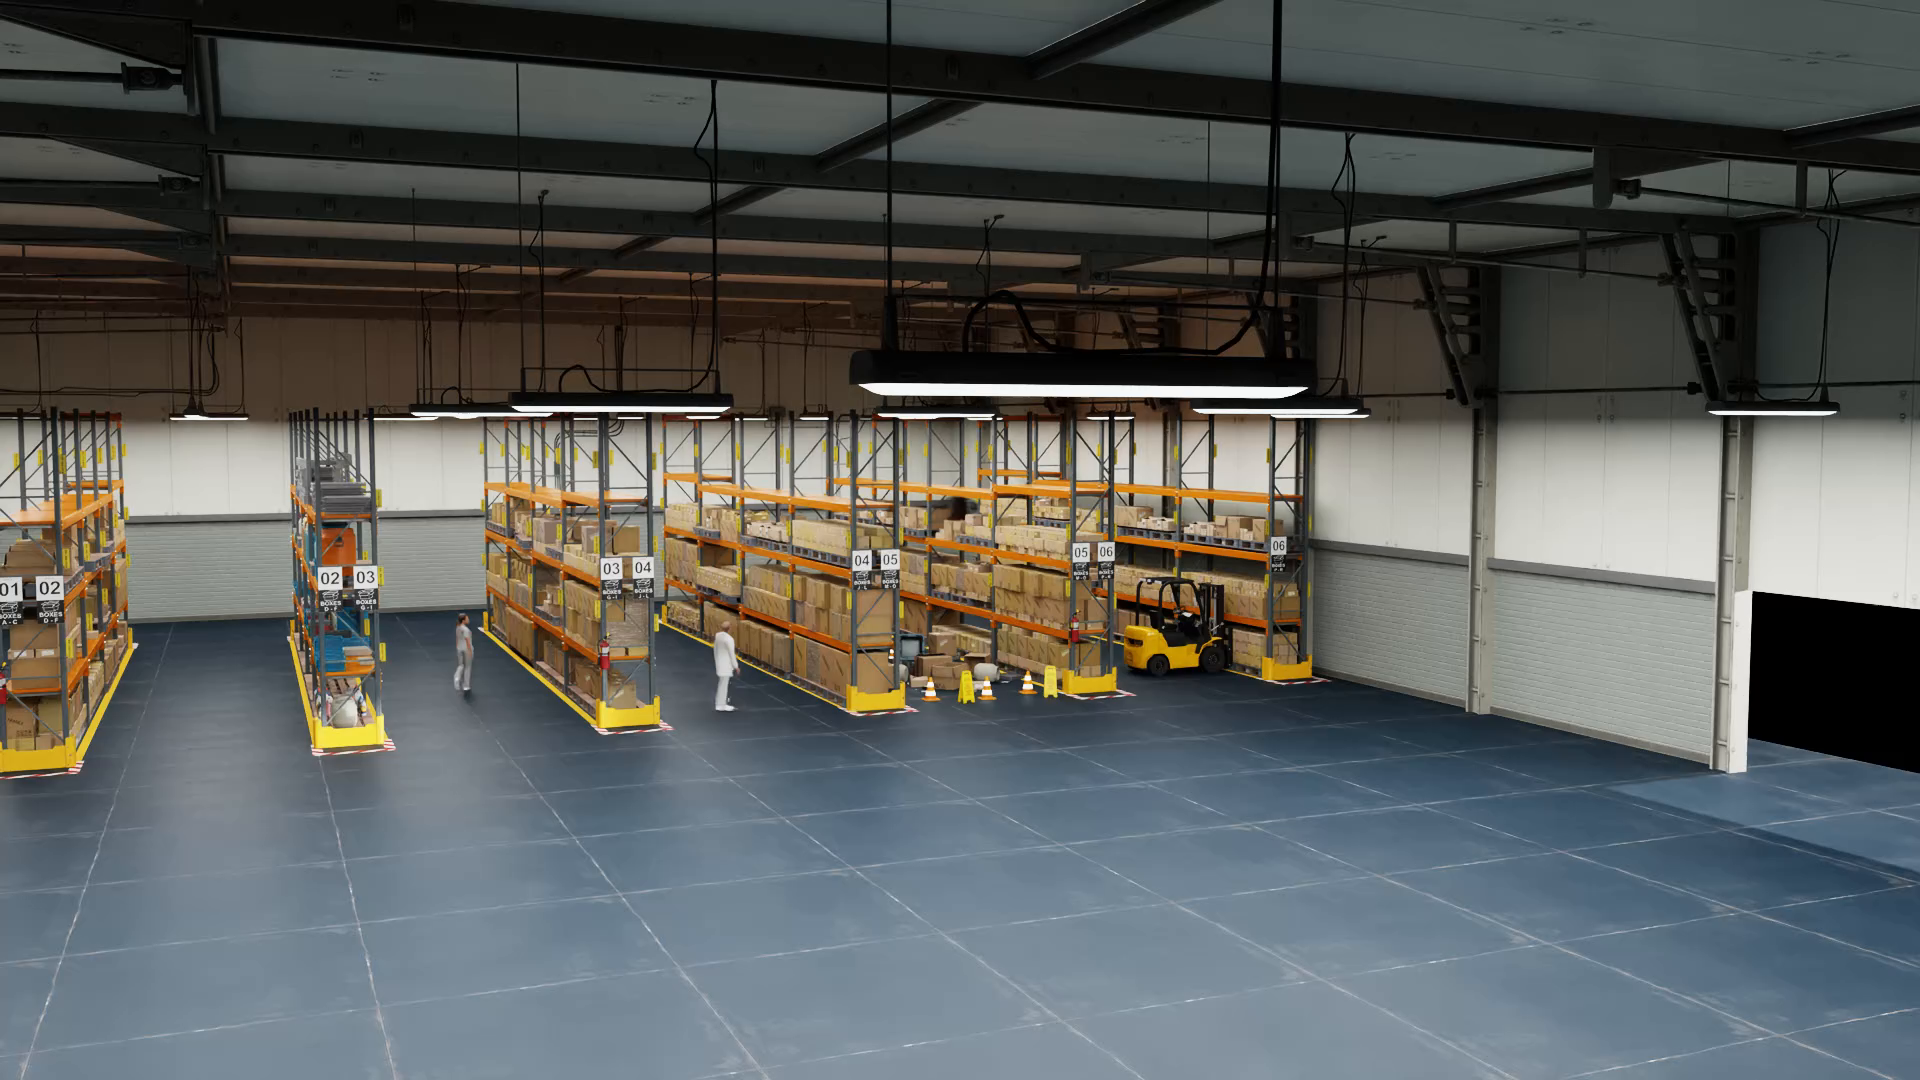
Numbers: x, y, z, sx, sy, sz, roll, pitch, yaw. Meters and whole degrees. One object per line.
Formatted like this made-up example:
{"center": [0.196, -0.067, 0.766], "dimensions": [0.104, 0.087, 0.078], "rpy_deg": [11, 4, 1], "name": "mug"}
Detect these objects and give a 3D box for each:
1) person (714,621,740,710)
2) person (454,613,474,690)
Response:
{"center": [-4.718, 2.526, 33.308], "dimensions": [0.529, 1.828, 0.717], "rpy_deg": [-2, 5, -29], "name": "person"}
{"center": [-10.618, 2.388, 35.528], "dimensions": [0.430, 1.663, 0.523], "rpy_deg": [1, 4, 12], "name": "person"}
